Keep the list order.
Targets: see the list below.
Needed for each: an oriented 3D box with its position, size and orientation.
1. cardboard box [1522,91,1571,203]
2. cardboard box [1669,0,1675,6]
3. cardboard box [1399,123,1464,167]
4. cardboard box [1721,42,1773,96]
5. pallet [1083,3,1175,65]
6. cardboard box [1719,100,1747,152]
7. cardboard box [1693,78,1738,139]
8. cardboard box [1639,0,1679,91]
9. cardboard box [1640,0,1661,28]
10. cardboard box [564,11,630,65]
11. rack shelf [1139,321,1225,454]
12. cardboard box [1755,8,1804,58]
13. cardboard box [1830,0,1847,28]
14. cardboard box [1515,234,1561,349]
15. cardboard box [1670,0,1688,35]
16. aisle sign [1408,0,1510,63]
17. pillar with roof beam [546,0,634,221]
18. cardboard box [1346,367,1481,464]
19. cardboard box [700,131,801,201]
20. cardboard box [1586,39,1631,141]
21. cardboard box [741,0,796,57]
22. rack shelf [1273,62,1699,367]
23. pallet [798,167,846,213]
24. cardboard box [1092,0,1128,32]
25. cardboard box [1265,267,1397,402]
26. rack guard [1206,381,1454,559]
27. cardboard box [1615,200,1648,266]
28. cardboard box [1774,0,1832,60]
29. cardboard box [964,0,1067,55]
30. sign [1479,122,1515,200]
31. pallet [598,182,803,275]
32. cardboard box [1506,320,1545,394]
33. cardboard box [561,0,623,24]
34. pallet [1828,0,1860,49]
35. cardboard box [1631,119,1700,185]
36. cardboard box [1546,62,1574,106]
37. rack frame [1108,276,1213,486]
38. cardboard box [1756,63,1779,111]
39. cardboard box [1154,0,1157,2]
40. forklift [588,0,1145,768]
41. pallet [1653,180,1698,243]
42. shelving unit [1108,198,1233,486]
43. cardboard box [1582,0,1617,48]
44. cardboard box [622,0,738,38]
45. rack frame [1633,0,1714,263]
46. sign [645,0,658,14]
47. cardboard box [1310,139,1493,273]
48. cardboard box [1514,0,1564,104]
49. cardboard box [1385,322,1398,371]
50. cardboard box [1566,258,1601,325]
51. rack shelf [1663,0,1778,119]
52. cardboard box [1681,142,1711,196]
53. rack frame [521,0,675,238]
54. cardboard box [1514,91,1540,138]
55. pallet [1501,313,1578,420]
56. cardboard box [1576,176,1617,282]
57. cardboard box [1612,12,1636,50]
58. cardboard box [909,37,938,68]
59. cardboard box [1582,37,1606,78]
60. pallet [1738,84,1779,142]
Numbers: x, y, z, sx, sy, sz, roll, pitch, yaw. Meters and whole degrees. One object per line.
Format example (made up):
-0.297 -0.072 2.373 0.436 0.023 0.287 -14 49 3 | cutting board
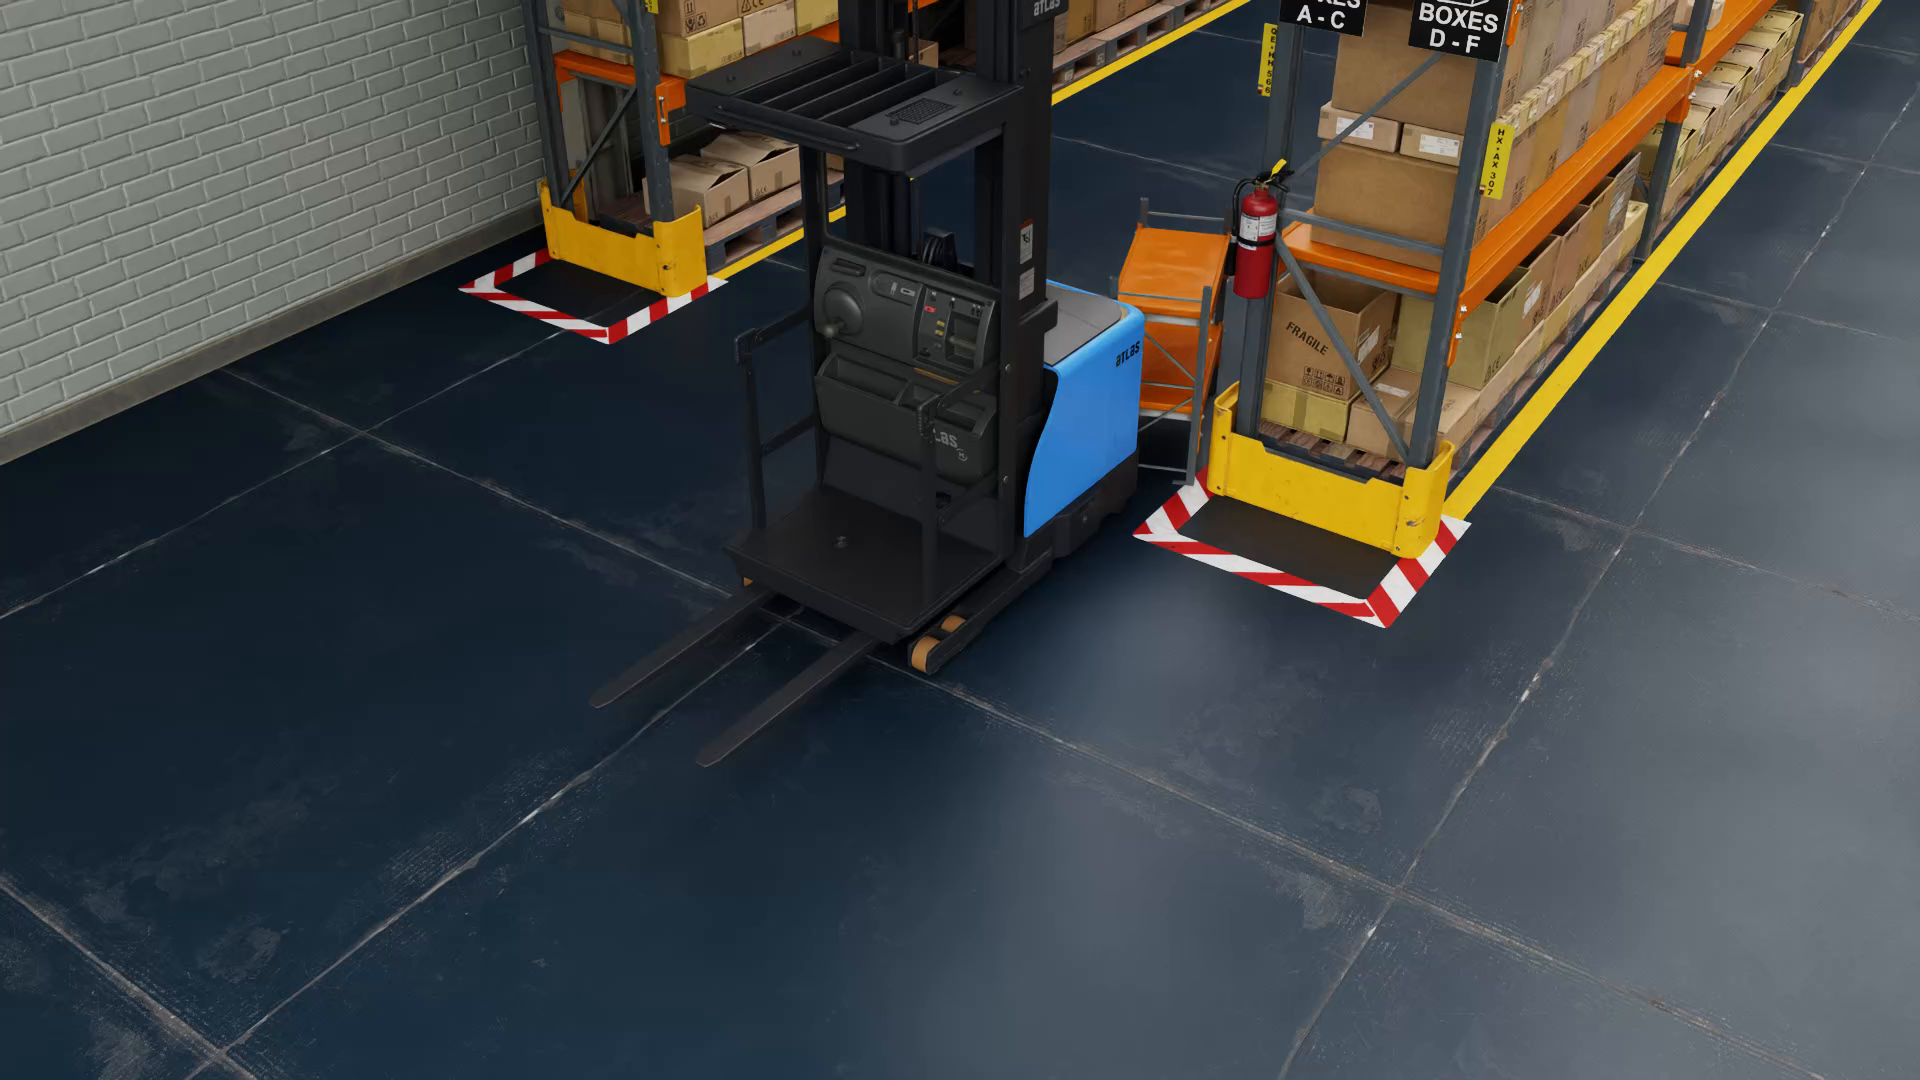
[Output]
2.708 -2.135 8.640 0.700 0.500 0.500 22 40 28 | cardboard box
4.007 -3.257 9.720 0.380 0.149 0.250 20 39 27 | cardboard box
2.249 -1.835 7.617 0.380 0.149 0.250 21 39 28 | cardboard box
5.732 -3.569 12.429 0.500 0.311 0.500 21 39 28 | cardboard box
1.195 -4.602 14.866 1.003 0.211 1.213 21 39 28 | pallet
5.439 -3.103 12.240 0.500 0.250 0.500 22 40 29 | cardboard box
5.153 -3.099 11.734 0.500 0.311 0.500 20 39 27 | cardboard box
3.881 -3.089 10.051 0.700 0.500 0.500 20 39 27 | cardboard box
3.711 -3.015 9.362 0.380 0.149 0.250 21 39 28 | cardboard box
-2.116 -3.217 10.445 0.500 0.250 0.500 22 40 29 | cardboard box
1.098 -0.862 8.957 0.538 0.278 1.000 8 35 11 | rack shelf
6.313 -4.042 13.128 0.500 0.311 0.500 22 40 29 | cardboard box
7.488 -4.831 14.555 0.500 0.500 0.500 21 39 28 | cardboard box
2.895 -1.399 9.051 0.500 0.500 0.500 21 39 28 | cardboard box
4.374 -3.432 10.781 0.500 0.250 0.500 24 41 31 | cardboard box
2.062 -2.362 6.744 0.394 0.787 0.004 21 39 28 | aisle sign
1.002 -4.702 7.170 9.100 9.000 0.400 21 39 28 | pillar with roof beam
2.337 -0.624 8.574 0.500 0.250 0.500 21 39 28 | cardboard box
-1.430 -2.614 11.445 0.500 0.311 0.500 25 41 32 | cardboard box
3.296 -2.614 9.349 0.700 0.500 0.500 22 40 29 | cardboard box
-1.400 -3.306 10.577 0.500 0.250 0.500 20 39 27 | cardboard box
2.988 -2.035 9.224 1.077 0.370 4.000 21 39 28 | rack shelf
-0.992 -2.795 12.195 1.003 0.211 1.213 21 39 28 | pallet
1.041 -4.801 14.510 0.700 0.500 0.500 22 40 29 | cardboard box
1.909 -1.100 8.610 0.500 0.500 0.500 21 39 28 | cardboard box
1.834 -0.366 8.345 1.175 0.500 0.348 21 39 28 | rack guard
4.044 -2.005 10.617 0.500 0.250 0.500 21 39 28 | cardboard box
6.904 -4.359 13.857 0.500 0.500 0.500 23 40 30 | cardboard box
0.463 -4.325 13.807 0.700 0.500 0.500 23 40 30 | cardboard box
2.301 -1.624 7.131 0.100 0.325 0.005 21 39 28 | sign
-1.688 -2.236 11.368 1.003 0.211 1.213 21 39 28 | pallet
2.904 -1.085 9.256 0.500 0.250 0.500 21 39 28 | cardboard box
-2.129 -3.535 10.246 0.500 0.500 0.500 21 39 28 | cardboard box
7.563 -4.830 15.204 1.003 0.211 1.213 21 39 28 | pallet
4.569 -2.632 11.043 0.500 0.311 0.500 21 40 28 | cardboard box
2.836 -2.310 8.320 0.380 0.149 0.250 20 39 27 | cardboard box
0.978 -0.788 8.411 0.500 1.125 0.032 8 35 11 | rack frame
6.019 -3.571 12.933 0.500 0.250 0.500 21 39 28 | cardboard box
1.581 -5.274 15.210 0.700 0.500 0.500 21 39 28 | cardboard box
-0.372 -0.931 7.010 1.130 2.935 3.031 22 40 29 | forklift
4.517 -2.450 11.685 1.003 0.211 1.213 21 39 28 | pallet
1.097 -1.065 8.820 0.538 1.125 1.048 8 35 11 | shelving unit
3.023 -2.933 8.663 0.700 0.500 0.500 21 39 28 | cardboard box
-1.705 -3.374 10.008 0.500 0.500 0.500 21 39 28 | cardboard box
4.129 -3.254 10.384 1.000 3.000 0.127 21 39 28 | rack frame
-1.778 -3.179 9.500 0.100 0.325 0.005 21 39 28 | sign
2.125 -1.665 7.945 0.700 0.500 0.500 21 39 28 | cardboard box
2.450 -2.471 7.978 0.700 0.500 0.500 20 39 27 | cardboard box
2.186 -1.023 9.165 0.500 0.250 0.500 21 39 28 | cardboard box
3.478 -1.544 9.935 0.500 0.250 0.500 21 39 28 | cardboard box
5.269 -3.876 11.946 1.077 0.370 4.000 21 39 28 | rack shelf
4.855 -2.630 11.541 0.500 0.250 0.500 22 40 29 | cardboard box
-2.224 -2.993 9.999 1.000 3.000 0.127 21 39 28 | rack frame
2.540 -2.071 7.967 0.380 0.149 0.250 21 40 28 | cardboard box
2.946 -1.182 9.810 1.003 0.211 1.213 21 39 28 | pallet
3.467 -1.858 9.731 0.500 0.500 0.500 21 39 28 | cardboard box
3.424 -2.786 9.024 0.380 0.149 0.250 22 40 29 | cardboard box
-0.502 -3.491 12.573 0.500 0.500 0.500 18 38 25 | cardboard box
3.126 -2.542 8.663 0.380 0.149 0.250 22 40 29 | cardboard box
5.908 -3.573 13.345 1.003 0.211 1.213 21 39 28 | pallet
